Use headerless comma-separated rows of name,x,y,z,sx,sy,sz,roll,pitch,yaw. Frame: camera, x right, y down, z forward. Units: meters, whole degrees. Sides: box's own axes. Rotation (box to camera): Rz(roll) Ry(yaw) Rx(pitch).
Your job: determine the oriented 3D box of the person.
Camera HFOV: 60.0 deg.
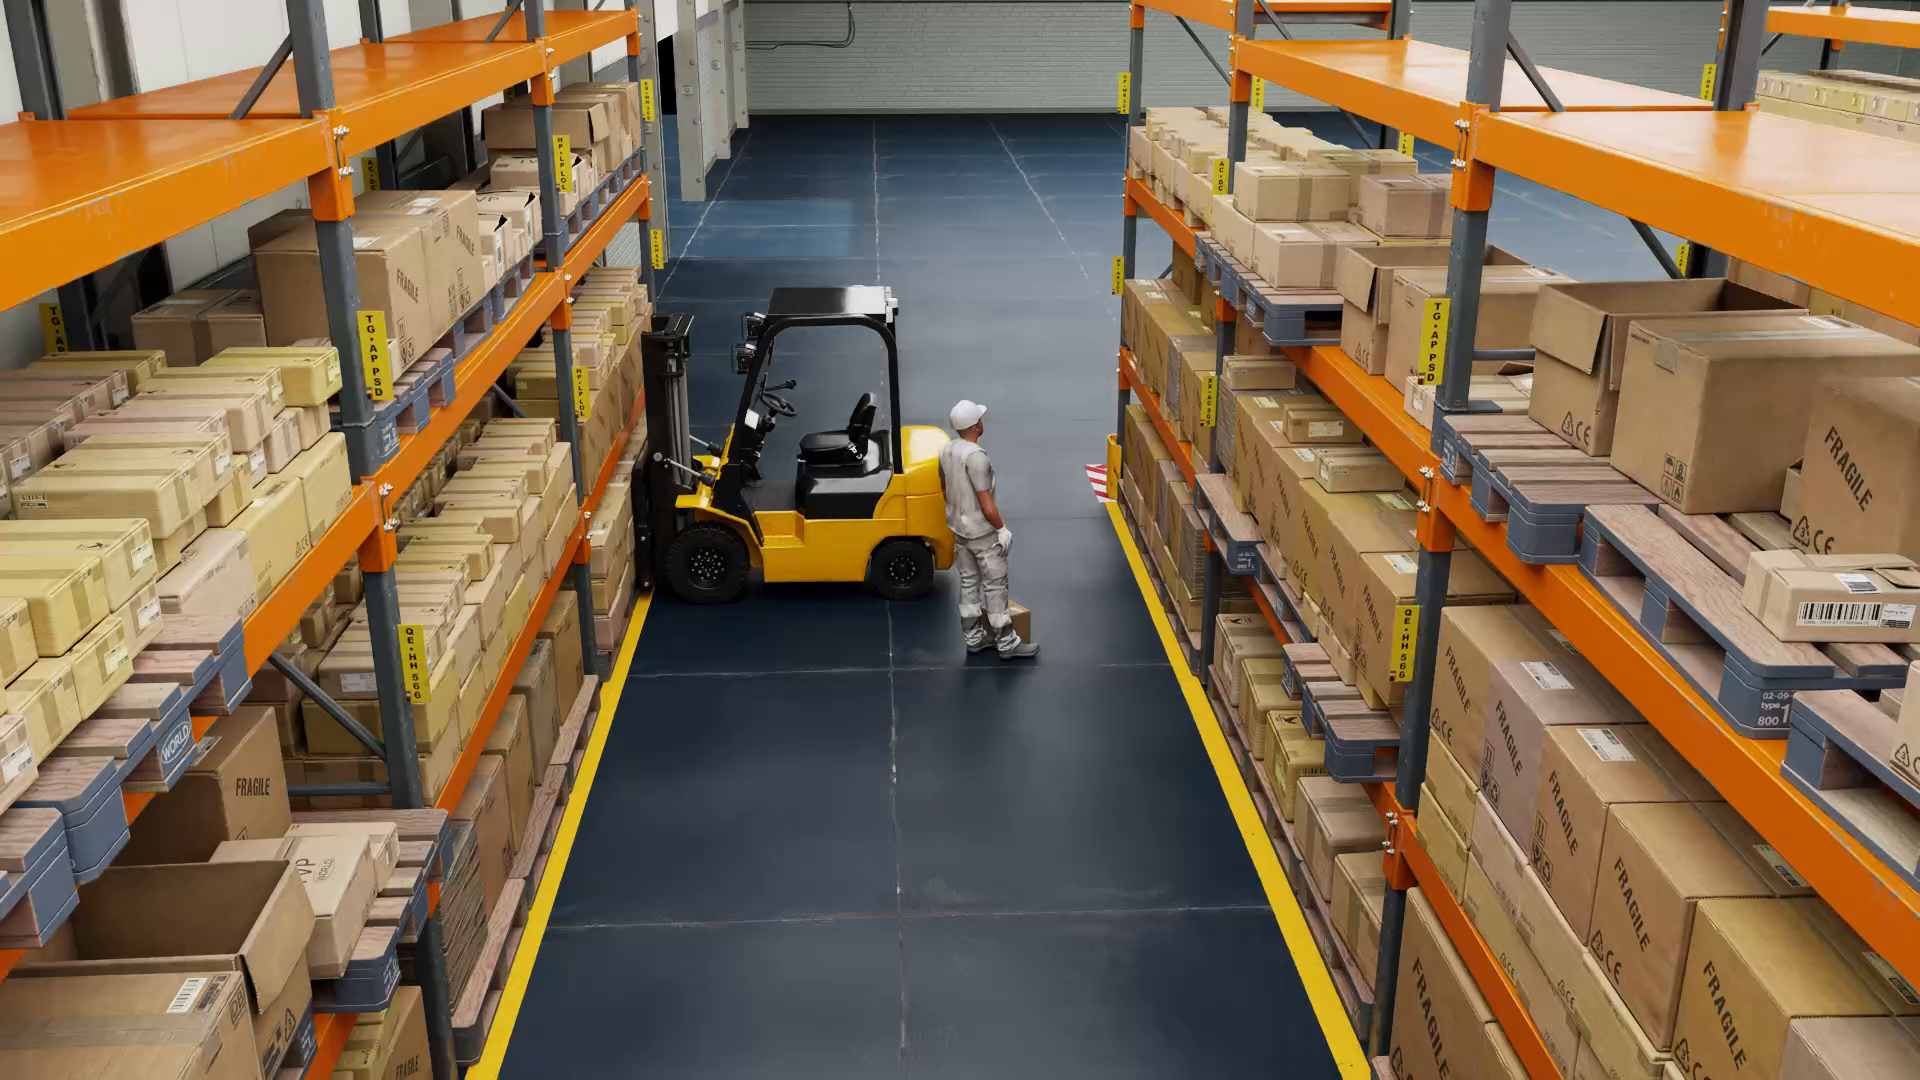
person,0.177,-0.088,11.252,0.561,1.790,0.638,-12,24,-30
